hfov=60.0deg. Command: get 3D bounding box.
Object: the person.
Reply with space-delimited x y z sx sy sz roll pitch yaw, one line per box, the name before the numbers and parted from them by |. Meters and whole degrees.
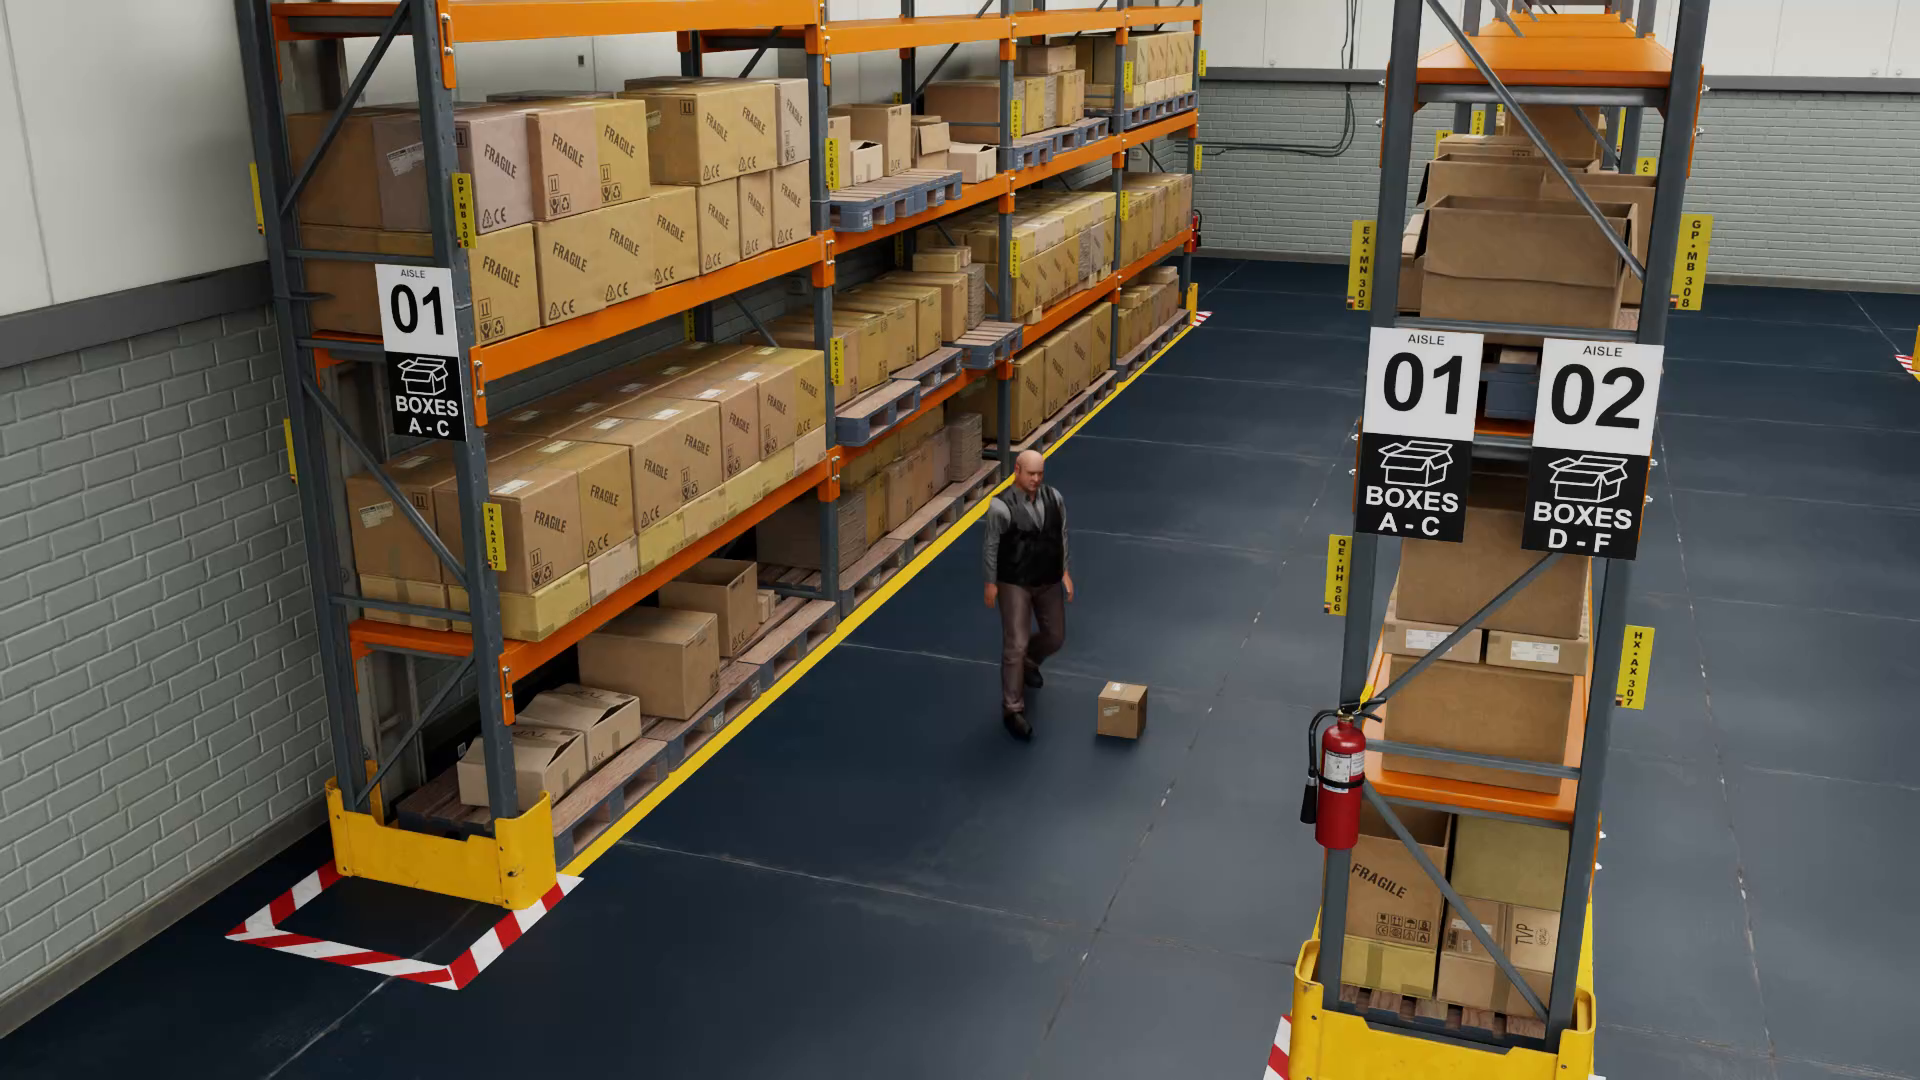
person | 0.423 0.318 10.324 0.557 1.601 0.762 -10 21 -28
